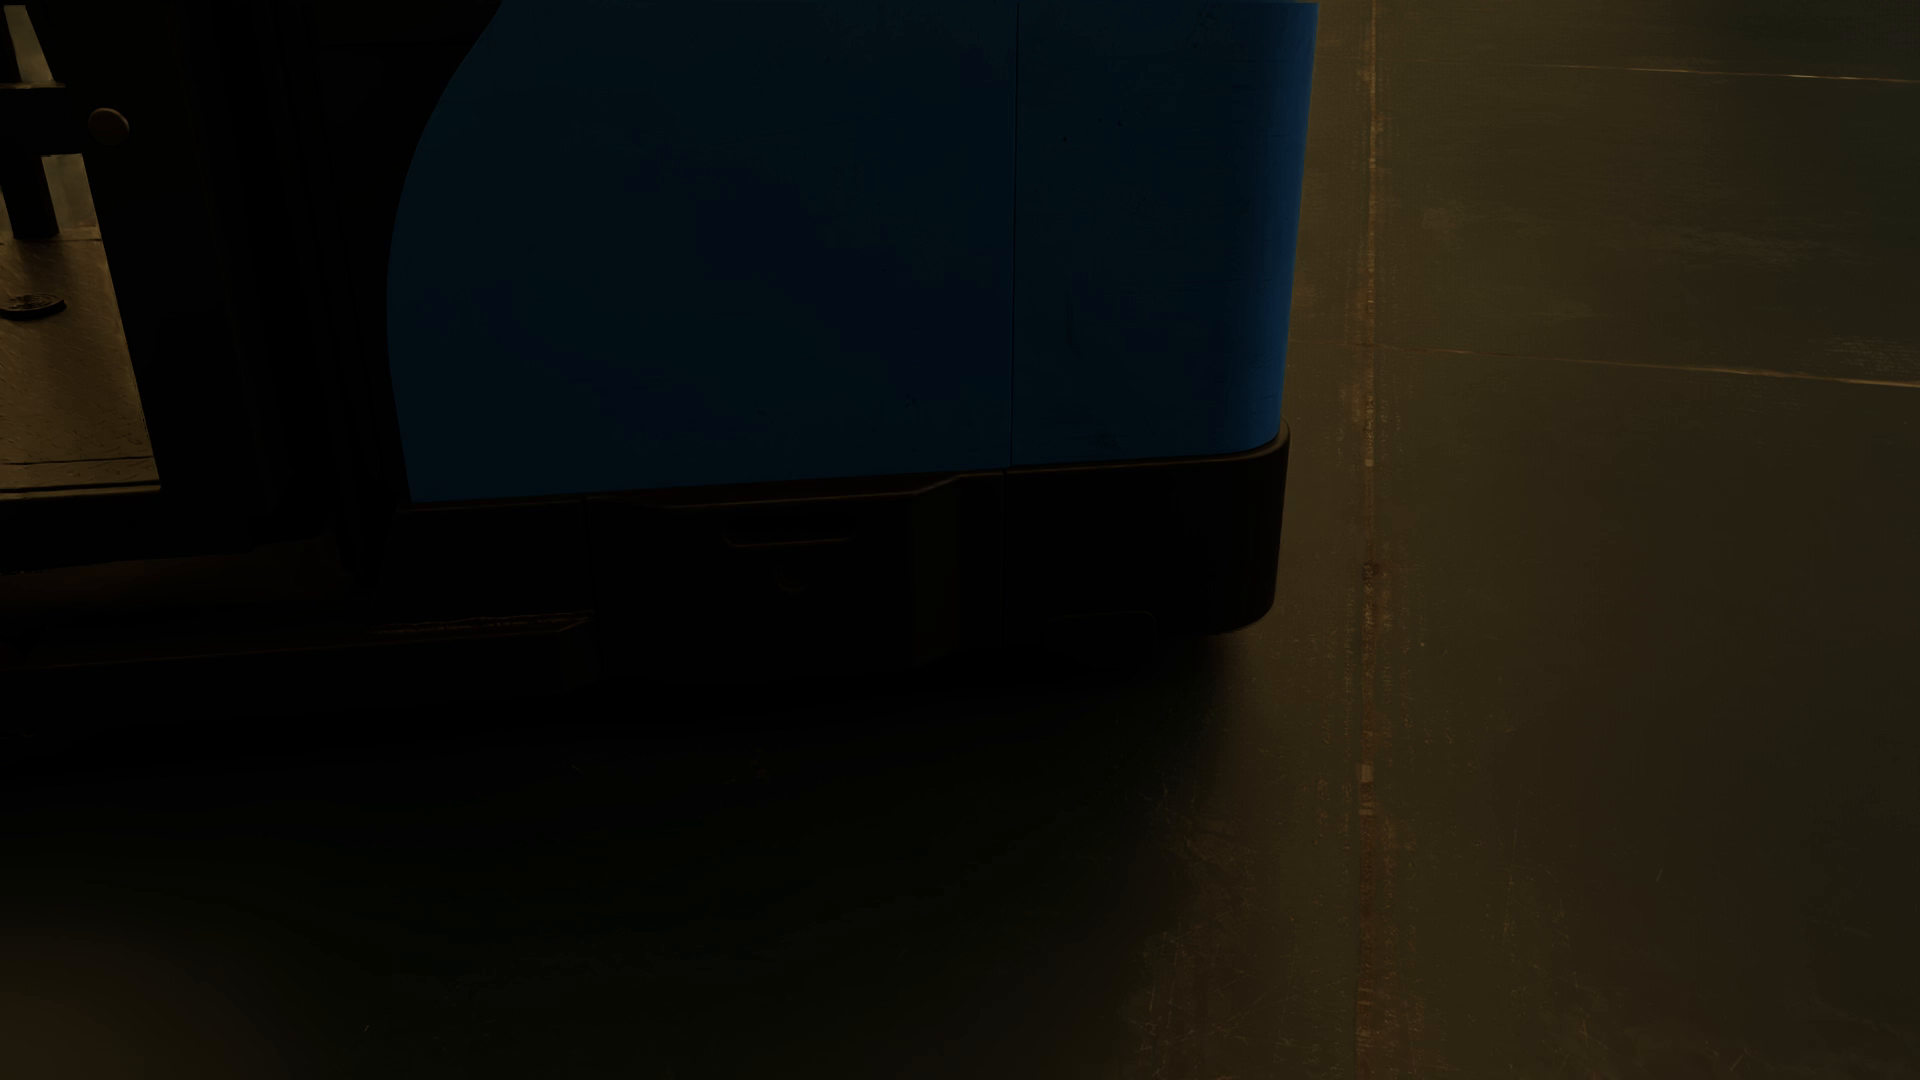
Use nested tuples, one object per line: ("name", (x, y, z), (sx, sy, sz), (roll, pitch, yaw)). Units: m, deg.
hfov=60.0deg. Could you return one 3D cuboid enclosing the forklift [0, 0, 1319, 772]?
("forklift", (-1.146, -1.270, 1.764), (3.031, 2.935, 1.130), (-4, 27, -7))
